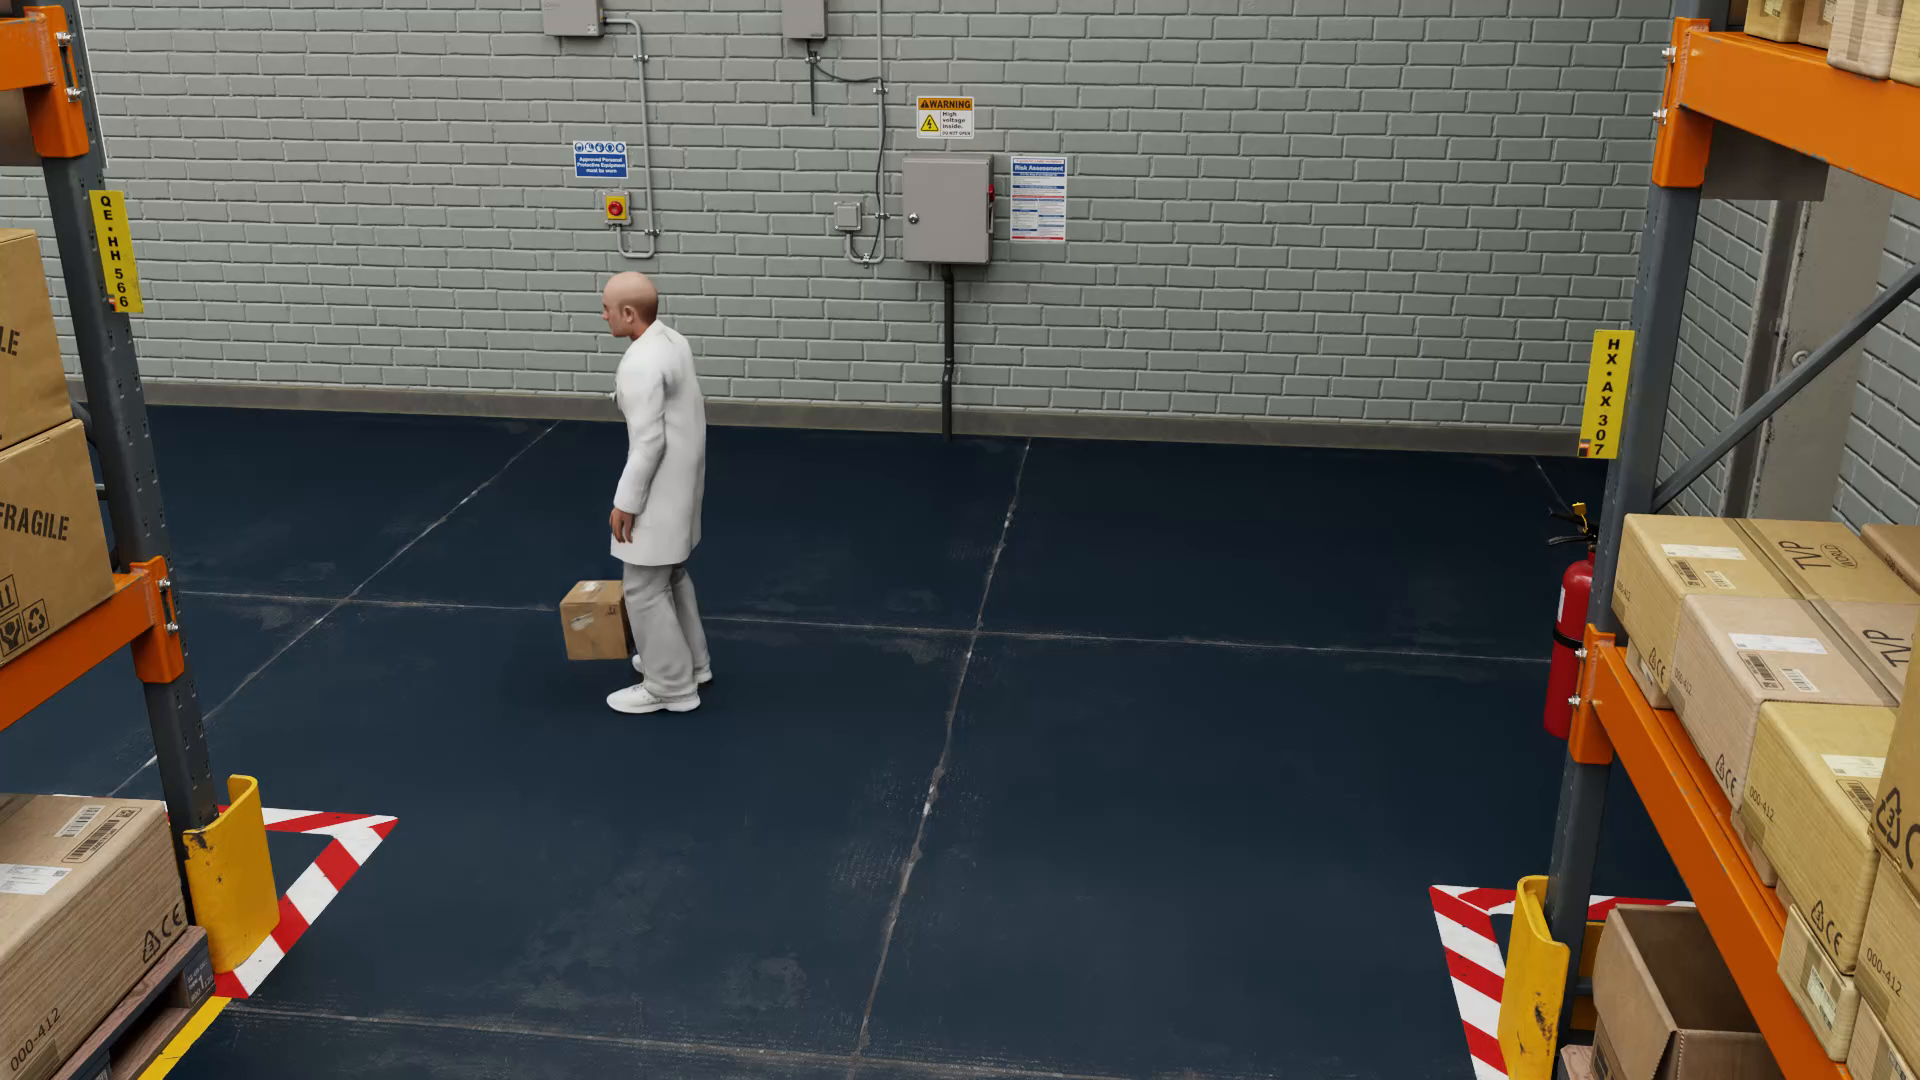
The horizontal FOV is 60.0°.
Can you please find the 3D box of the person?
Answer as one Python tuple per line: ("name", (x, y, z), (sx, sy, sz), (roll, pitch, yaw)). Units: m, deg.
("person", (-1.213, -0.185, 6.585), (0.425, 1.776, 0.601), (2, 21, 5))
